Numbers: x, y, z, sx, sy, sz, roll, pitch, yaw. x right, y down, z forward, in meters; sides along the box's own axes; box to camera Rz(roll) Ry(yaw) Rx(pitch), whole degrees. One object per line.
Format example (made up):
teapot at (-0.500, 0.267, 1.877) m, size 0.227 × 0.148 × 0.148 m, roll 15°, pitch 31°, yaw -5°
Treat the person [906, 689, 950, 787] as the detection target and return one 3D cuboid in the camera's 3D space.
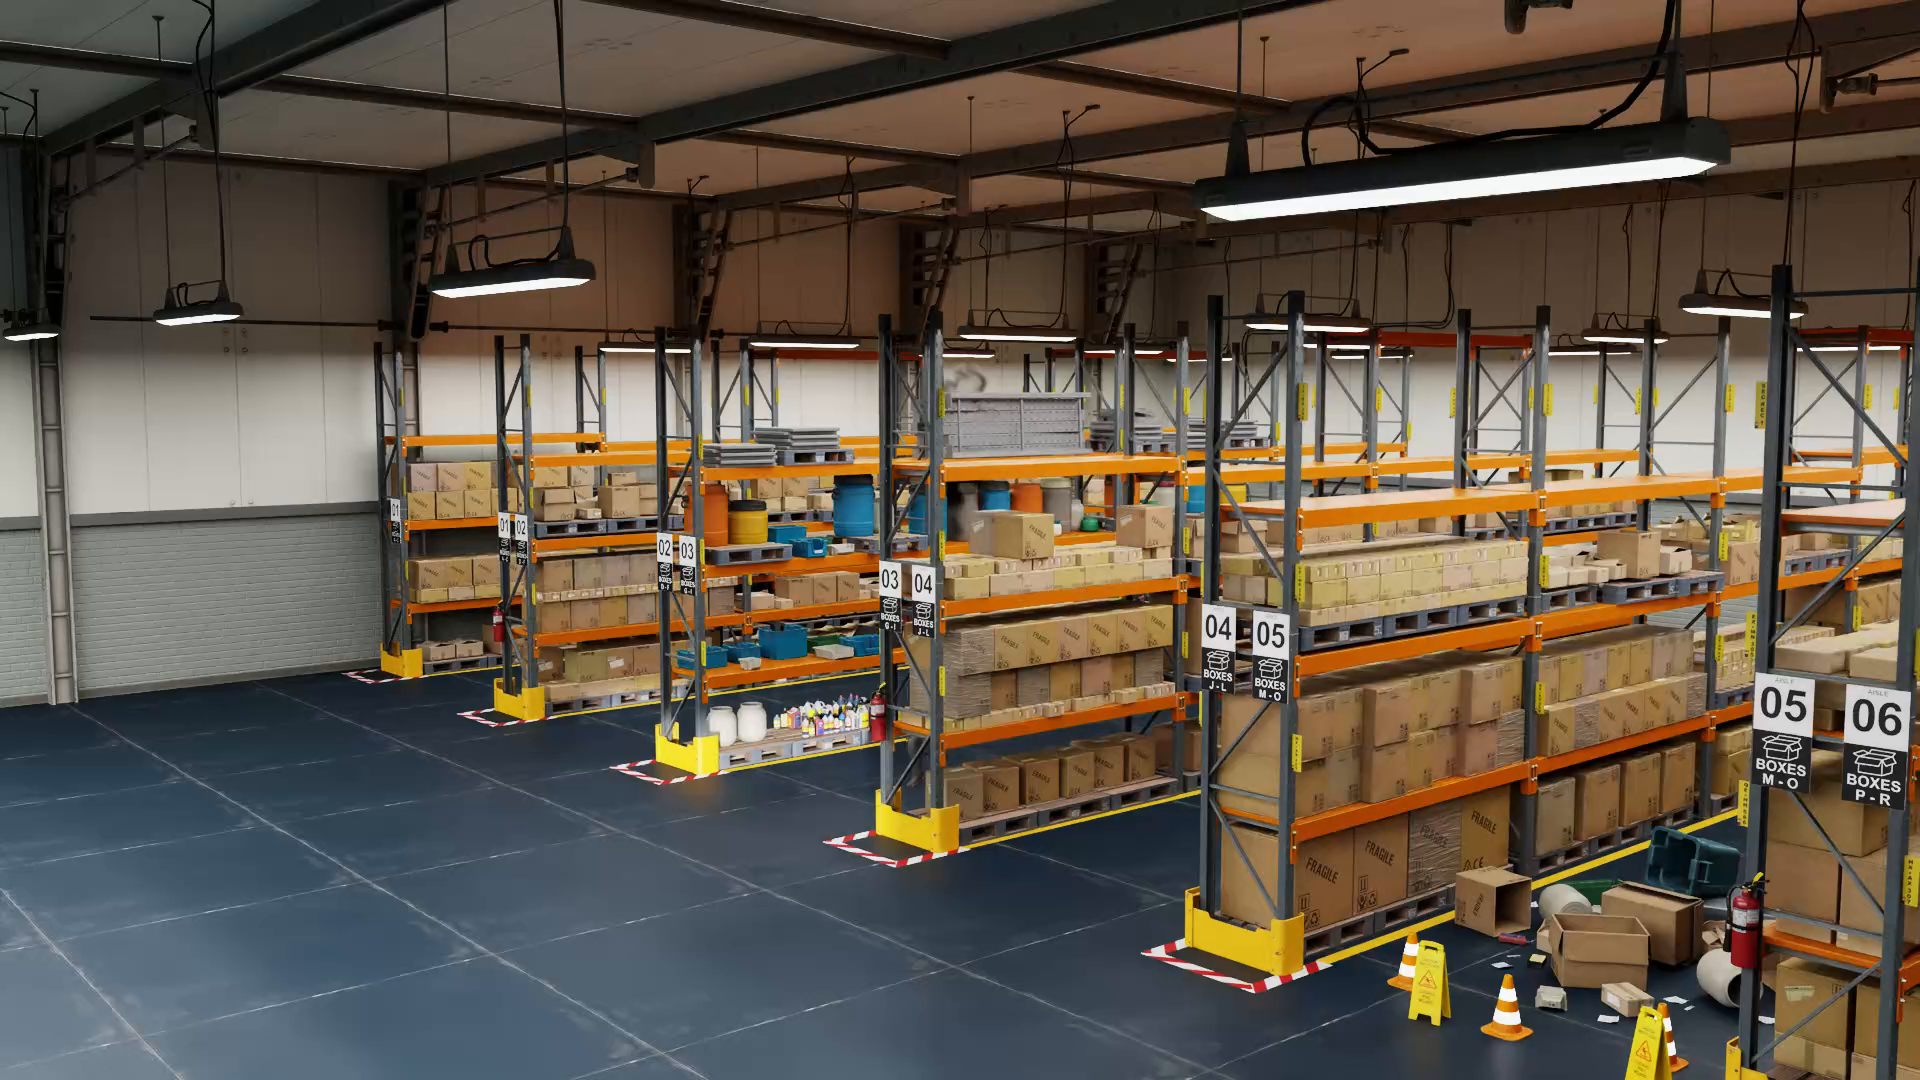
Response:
person at (-0.413, 2.380, 21.809) m, size 0.723 × 1.675 × 0.598 m, roll -5°, pitch 7°, yaw -42°
